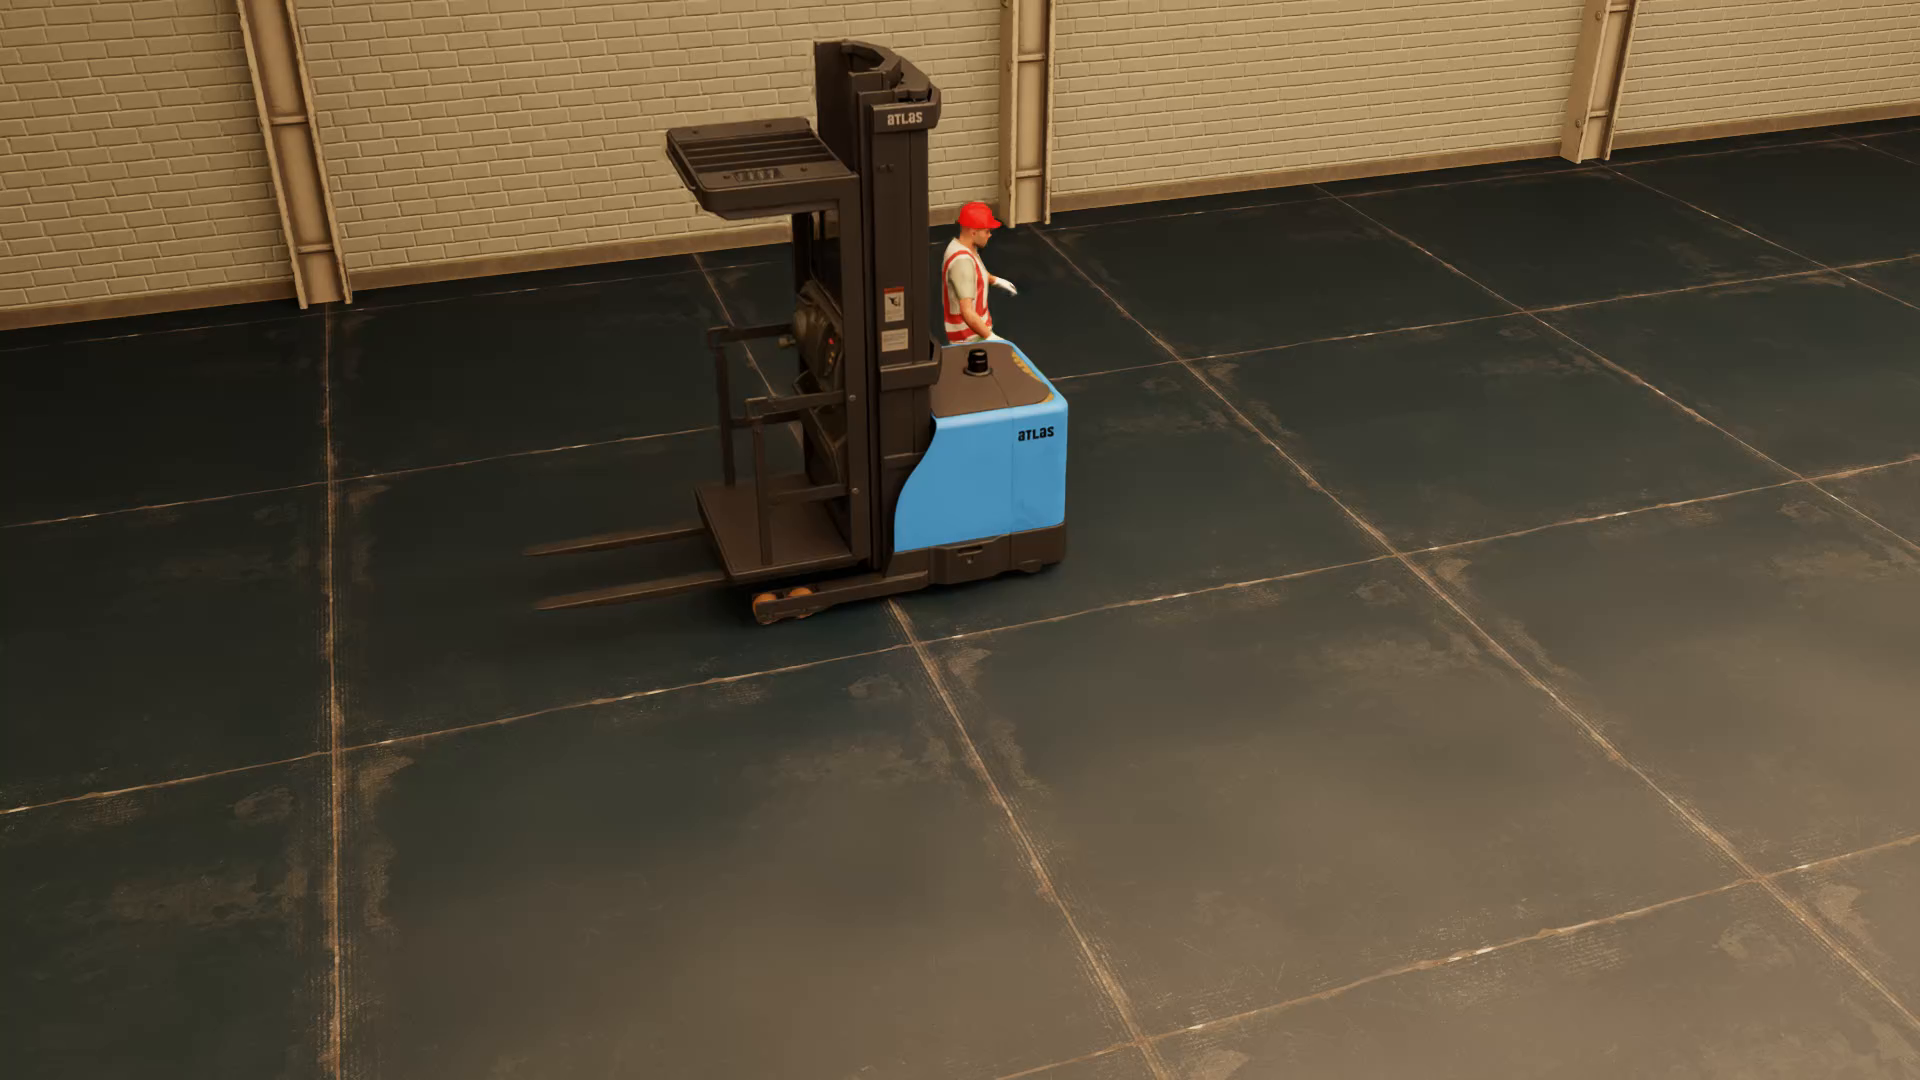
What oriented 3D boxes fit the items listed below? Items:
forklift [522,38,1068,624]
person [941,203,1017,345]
[{"bbox_3d":[-0.957,-1.100,8.999,3.031,2.935,1.130,-9,31,-16],"label":"forklift"},{"bbox_3d":[0.131,-1.426,10.921,0.833,1.636,1.009,-1,30,-2],"label":"person"}]
